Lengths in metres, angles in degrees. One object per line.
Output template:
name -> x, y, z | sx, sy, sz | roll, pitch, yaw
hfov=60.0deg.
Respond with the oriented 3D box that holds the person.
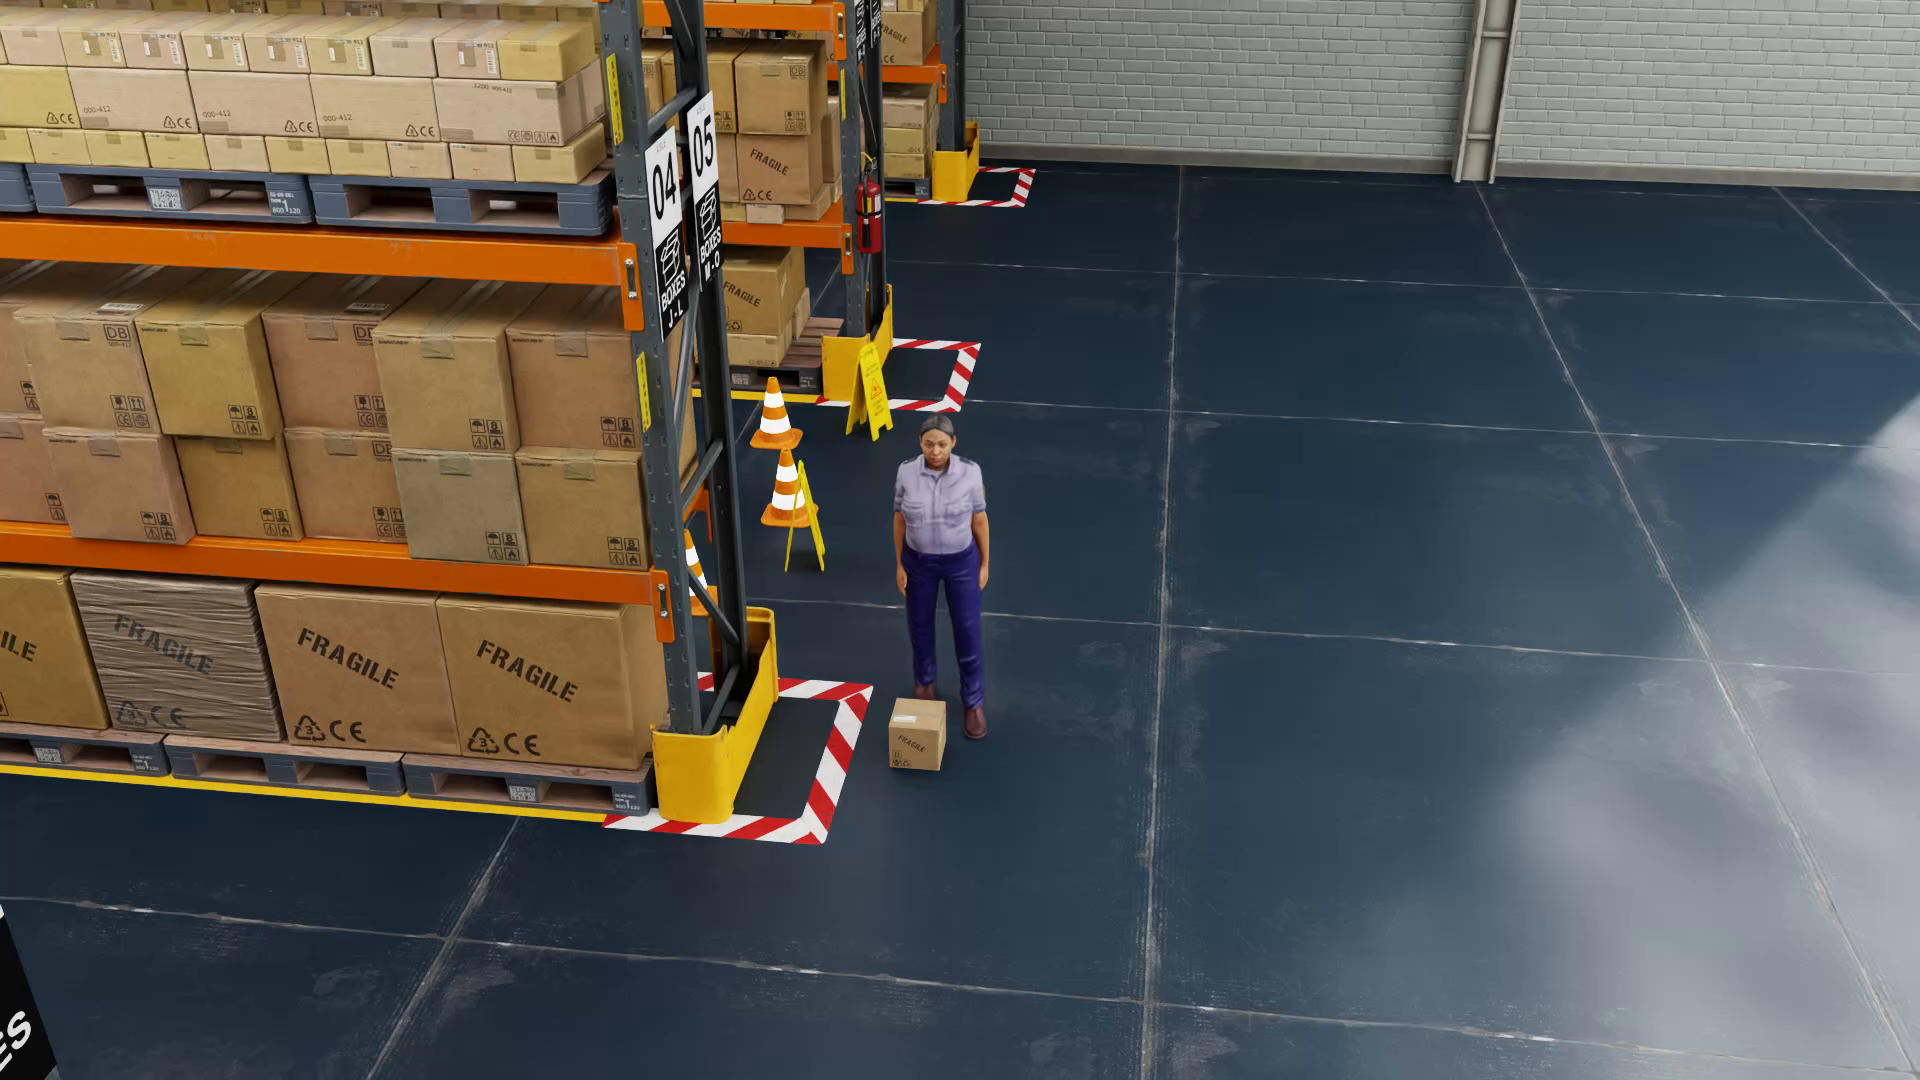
person -> -0.090, 0.170, 8.310 | 0.504, 1.648, 0.530 | 3, 29, 5
